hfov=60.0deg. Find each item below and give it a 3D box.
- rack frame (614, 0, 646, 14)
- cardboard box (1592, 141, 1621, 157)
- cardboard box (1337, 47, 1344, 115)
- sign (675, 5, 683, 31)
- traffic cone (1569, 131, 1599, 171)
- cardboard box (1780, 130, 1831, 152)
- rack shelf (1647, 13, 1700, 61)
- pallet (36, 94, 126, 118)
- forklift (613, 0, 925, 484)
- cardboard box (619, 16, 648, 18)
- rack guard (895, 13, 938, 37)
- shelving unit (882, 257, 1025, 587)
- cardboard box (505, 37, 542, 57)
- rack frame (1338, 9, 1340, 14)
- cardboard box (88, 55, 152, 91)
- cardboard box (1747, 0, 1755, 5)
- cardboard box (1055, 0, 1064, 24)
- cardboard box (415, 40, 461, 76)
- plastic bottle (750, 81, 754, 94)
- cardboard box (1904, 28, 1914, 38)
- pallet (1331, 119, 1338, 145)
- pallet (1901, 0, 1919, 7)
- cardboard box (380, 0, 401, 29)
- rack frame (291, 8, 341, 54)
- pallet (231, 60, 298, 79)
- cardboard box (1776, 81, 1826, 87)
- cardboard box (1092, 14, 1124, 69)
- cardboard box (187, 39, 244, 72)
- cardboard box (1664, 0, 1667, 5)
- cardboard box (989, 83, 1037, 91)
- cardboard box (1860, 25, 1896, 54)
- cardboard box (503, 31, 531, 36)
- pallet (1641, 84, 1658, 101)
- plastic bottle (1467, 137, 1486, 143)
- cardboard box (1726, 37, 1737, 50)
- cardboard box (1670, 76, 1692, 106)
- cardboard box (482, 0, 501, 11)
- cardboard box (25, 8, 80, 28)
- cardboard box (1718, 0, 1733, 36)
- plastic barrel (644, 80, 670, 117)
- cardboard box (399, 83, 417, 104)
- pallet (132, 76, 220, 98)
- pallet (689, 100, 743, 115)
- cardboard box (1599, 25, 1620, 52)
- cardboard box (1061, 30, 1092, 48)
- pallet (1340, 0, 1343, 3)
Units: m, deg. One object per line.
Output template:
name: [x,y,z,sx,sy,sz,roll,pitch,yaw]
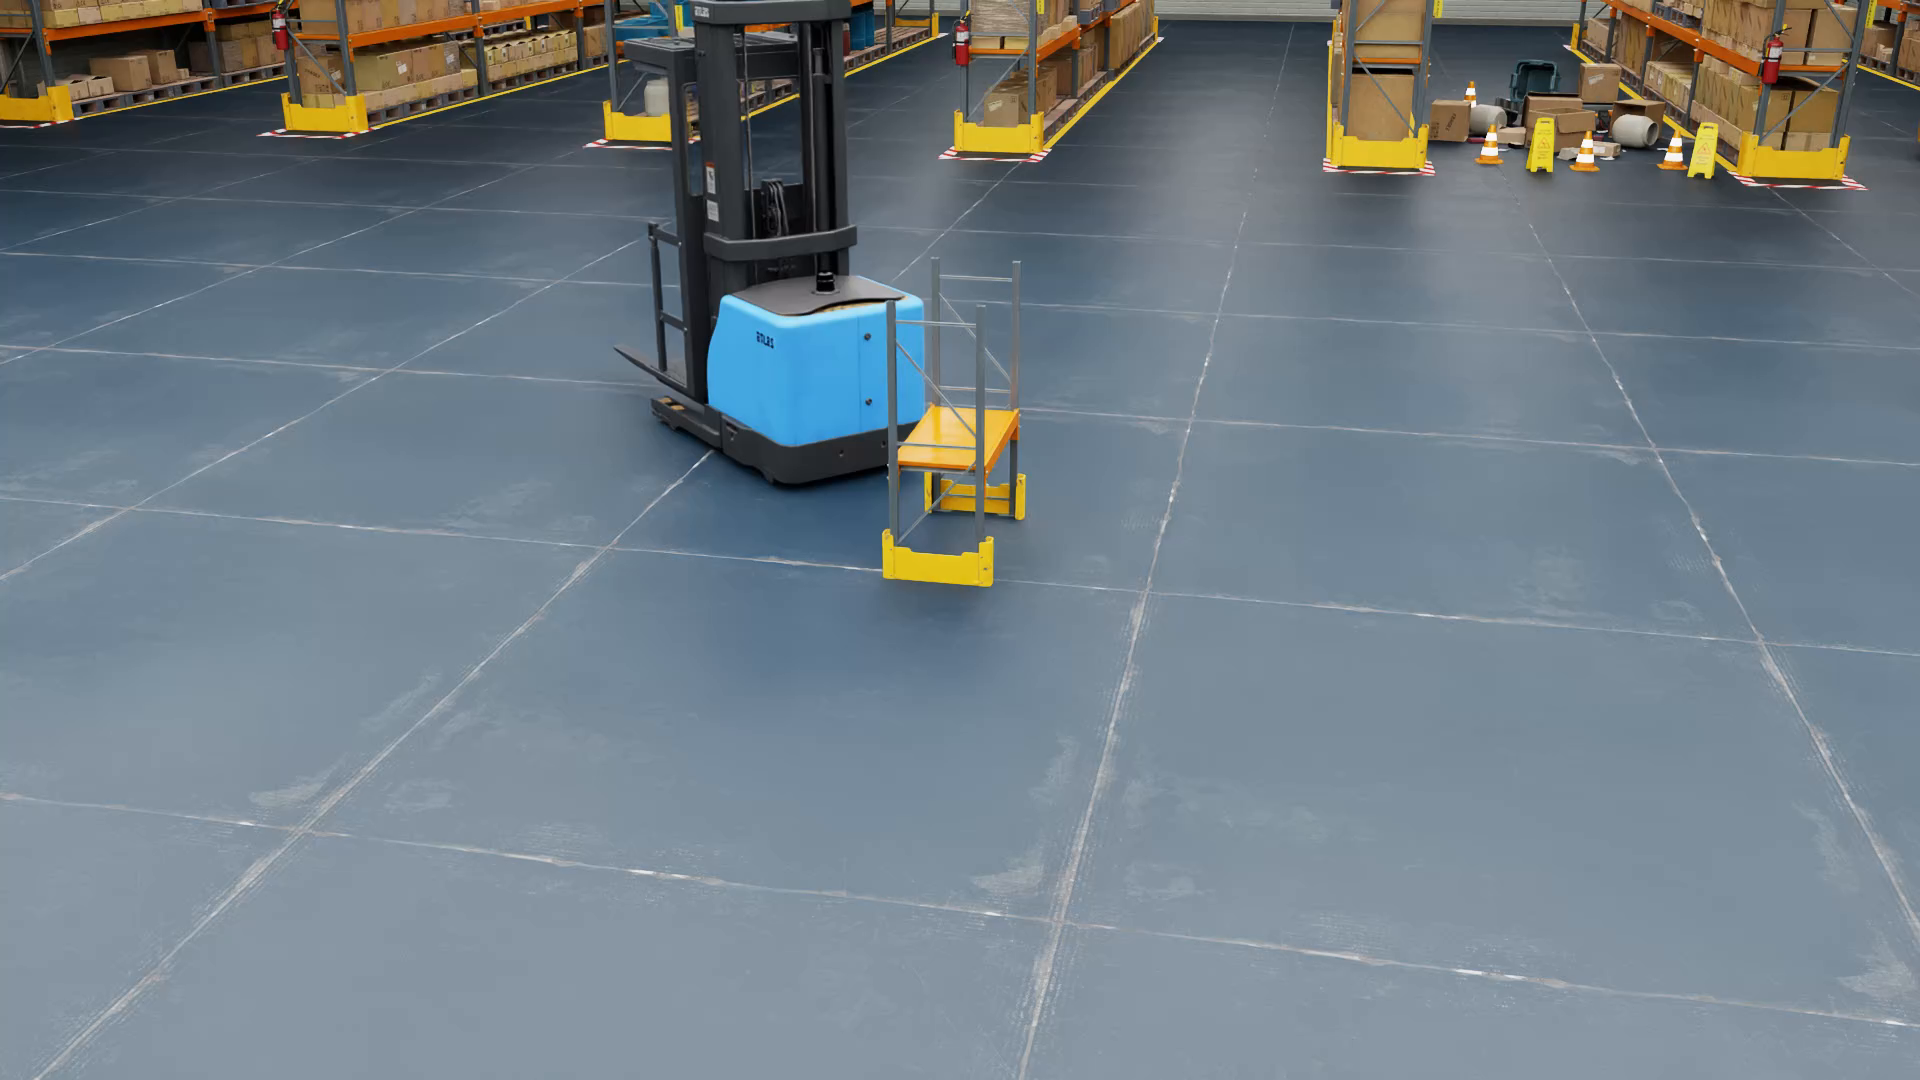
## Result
rack frame: [-6.743,-11.759,34.535,1.000,3.000,0.127,4,22,11]
cardboard box: [8.497,-5.169,21.988,0.380,0.149,0.250,18,28,38]
cardboard box: [5.960,-6.646,24.122,0.875,0.875,0.875,5,22,12]
sign: [-3.806,-7.076,22.537,0.100,0.325,0.005,4,22,11]
traffic cone: [7.876,-4.897,20.894,0.336,0.463,0.334,4,22,11]
cardboard box: [10.642,-5.051,20.999,0.500,0.250,0.500,4,22,10]
rack shelf: [11.431,-7.719,25.467,1.077,0.370,4.000,4,22,11]
pallet: [-13.826,-6.775,25.893,1.003,0.211,1.213,4,22,11]
forklift: [-1.446,-2.192,10.872,1.130,2.935,3.031,-14,26,-31]
cardboard box: [-6.672,-10.421,33.970,0.500,0.500,0.500,5,22,11]
rack guard: [-1.086,-11.693,37.718,1.175,0.500,0.348,4,22,11]
shelving unit: [-0.016,-0.668,9.004,0.587,1.500,1.083,4,22,11]
cardboard box: [-7.735,-8.707,29.325,0.500,0.311,0.500,5,22,12]
rack frame: [8.605,-12.050,35.258,1.000,3.000,0.127,4,22,11]
cardboard box: [-13.498,-7.510,26.743,0.700,0.500,0.500,3,22,8]
cardboard box: [10.208,-6.894,20.586,0.700,0.500,0.500,5,22,11]
cardboard box: [1.029,-7.730,24.000,0.875,0.500,0.500,4,22,11]
cardboard box: [-8.370,-7.732,26.651,0.500,0.500,0.500,4,22,11]
plastic bottle: [-3.303,-7.197,26.255,0.061,0.283,0.133,6,23,14]
cardboard box: [17.182,-9.095,29.837,0.380,0.149,0.250,6,23,13]
pallet: [5.678,-5.648,23.095,1.003,0.211,1.213,4,22,11]
pallet: [17.245,-9.497,29.175,1.003,0.211,1.213,4,22,11]
cardboard box: [-8.875,-7.960,24.968,0.700,0.500,0.500,5,22,11]
rack frame: [-12.410,-10.672,31.837,1.000,3.000,0.127,4,22,11]
pallet: [-12.822,-8.648,30.544,1.003,0.211,1.213,4,22,11]
cardboard box: [10.749,-5.599,21.356,0.500,0.500,0.500,4,22,9]
cardboard box: [2.299,-8.999,29.965,1.225,0.875,0.875,3,22,8]
cardboard box: [-13.092,-8.524,29.261,0.700,0.500,0.500,5,23,13]
cardboard box: [11.399,-8.560,26.367,0.380,0.149,0.250,3,22,7]
cardboard box: [0.737,-6.097,23.261,0.500,0.500,0.500,11,24,25]
cardboard box: [17.696,-9.656,32.098,0.500,0.500,0.500,5,22,12]
cardboard box: [-8.053,-9.113,30.334,0.500,0.311,0.500,4,22,10]
pallet: [11.678,-7.205,26.960,1.003,0.211,1.213,4,22,11]
plastic bottle: [7.182,-5.531,23.006,0.283,0.061,0.133,-3,22,-8]
cardboard box: [10.350,-6.552,21.944,0.380,0.149,0.250,4,22,11]
cardboard box: [11.271,-6.752,25.059,0.950,0.372,0.625,6,23,14]
cardboard box: [-7.995,-9.025,28.083,0.380,0.149,0.250,4,22,11]
cardboard box: [-13.632,-7.840,24.979,0.500,0.250,0.500,4,22,9]
cardboard box: [10.465,-6.998,22.181,0.500,0.500,0.500,4,22,10]
plastic barrel: [-4.284,-6.278,23.695,0.421,0.512,0.421,0,22,0]
cardboard box: [-8.664,-6.834,25.427,0.500,0.250,0.500,4,22,11]
pallet: [-13.328,-7.667,28.109,1.003,0.211,1.213,4,22,11]
pallet: [-3.952,-6.470,25.137,1.003,0.211,1.213,4,22,11]
cardboard box: [13.071,-9.802,32.544,0.875,0.438,0.875,4,22,9]
cardboard box: [1.932,-8.490,28.171,0.500,0.250,0.500,7,23,17]
pallet: [7.336,-9.762,29.835,1.003,0.211,1.213,4,22,11]
